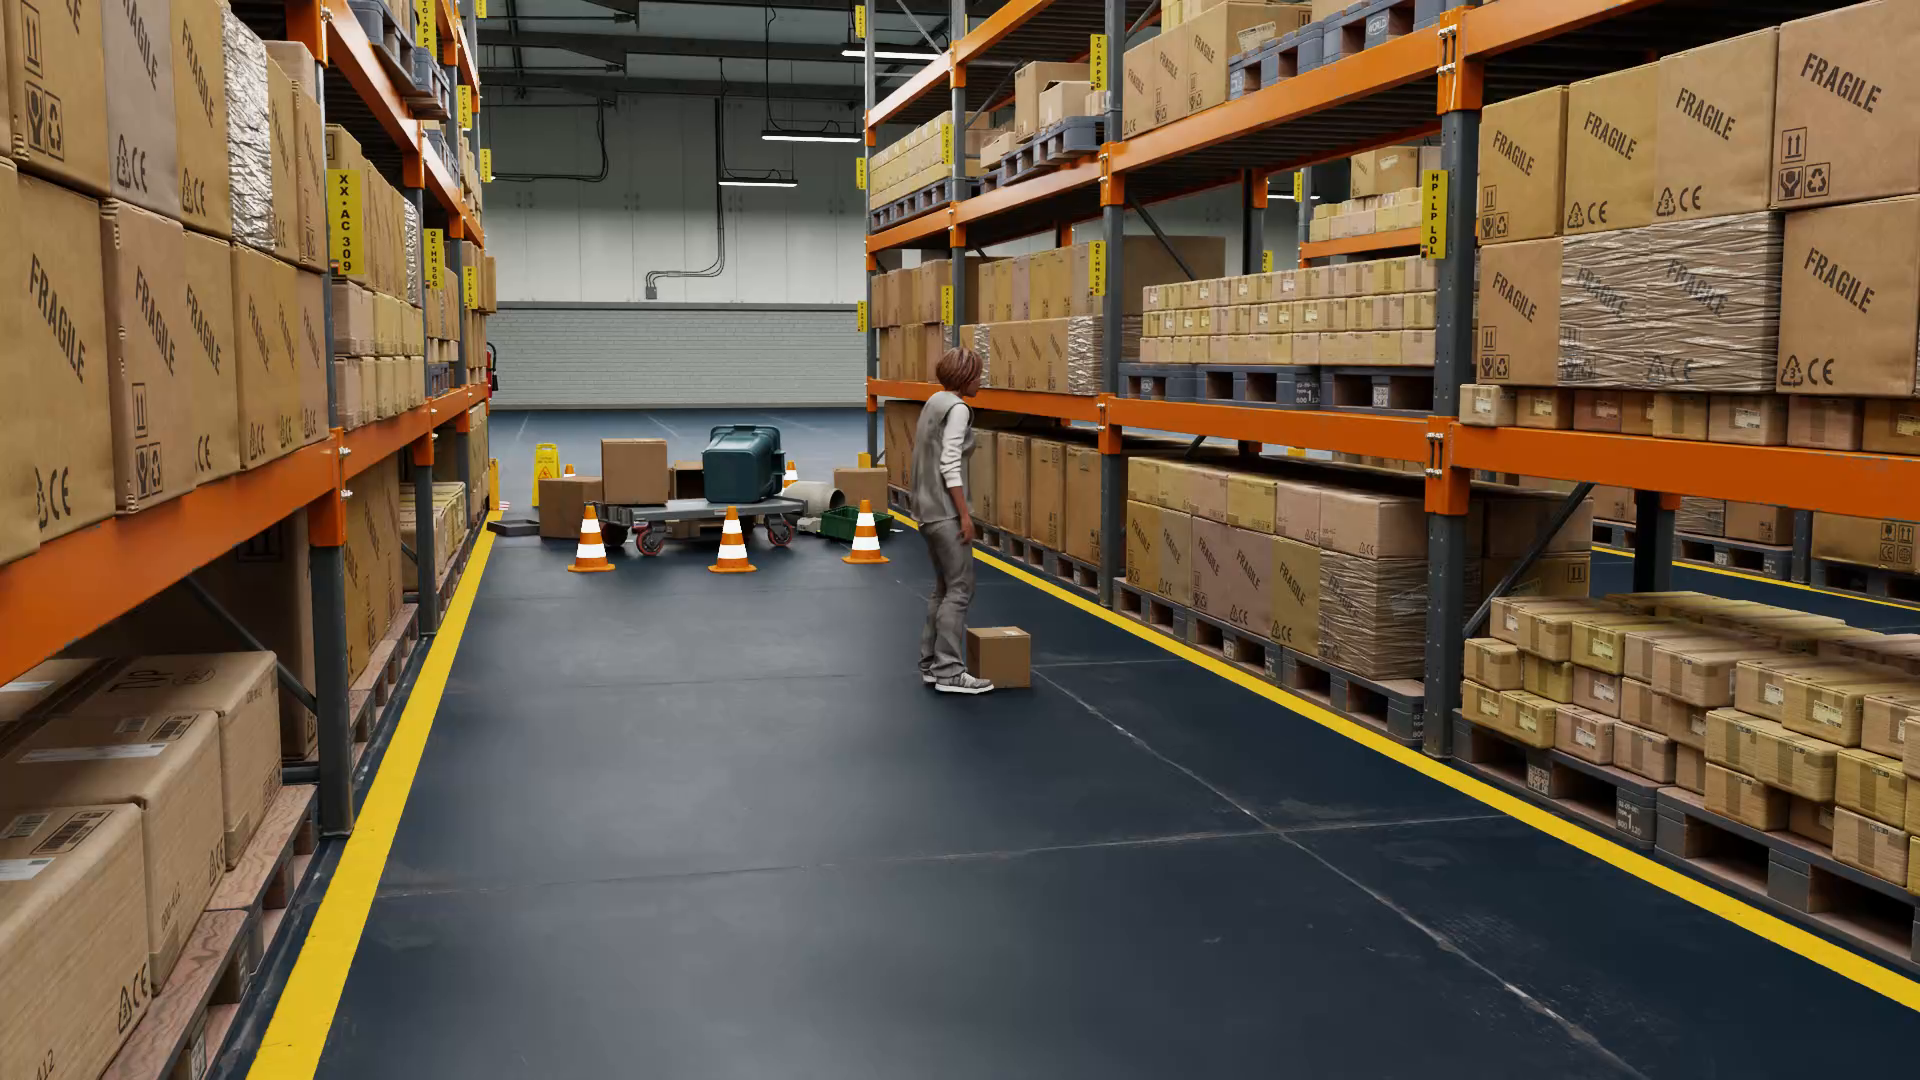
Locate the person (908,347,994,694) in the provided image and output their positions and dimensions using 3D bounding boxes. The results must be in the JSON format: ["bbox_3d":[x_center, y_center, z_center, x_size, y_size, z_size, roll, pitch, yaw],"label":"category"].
[{"bbox_3d":[-0.054,-0.098,7.771,0.345,1.591,0.461,-2,7,-15],"label":"person"}]
